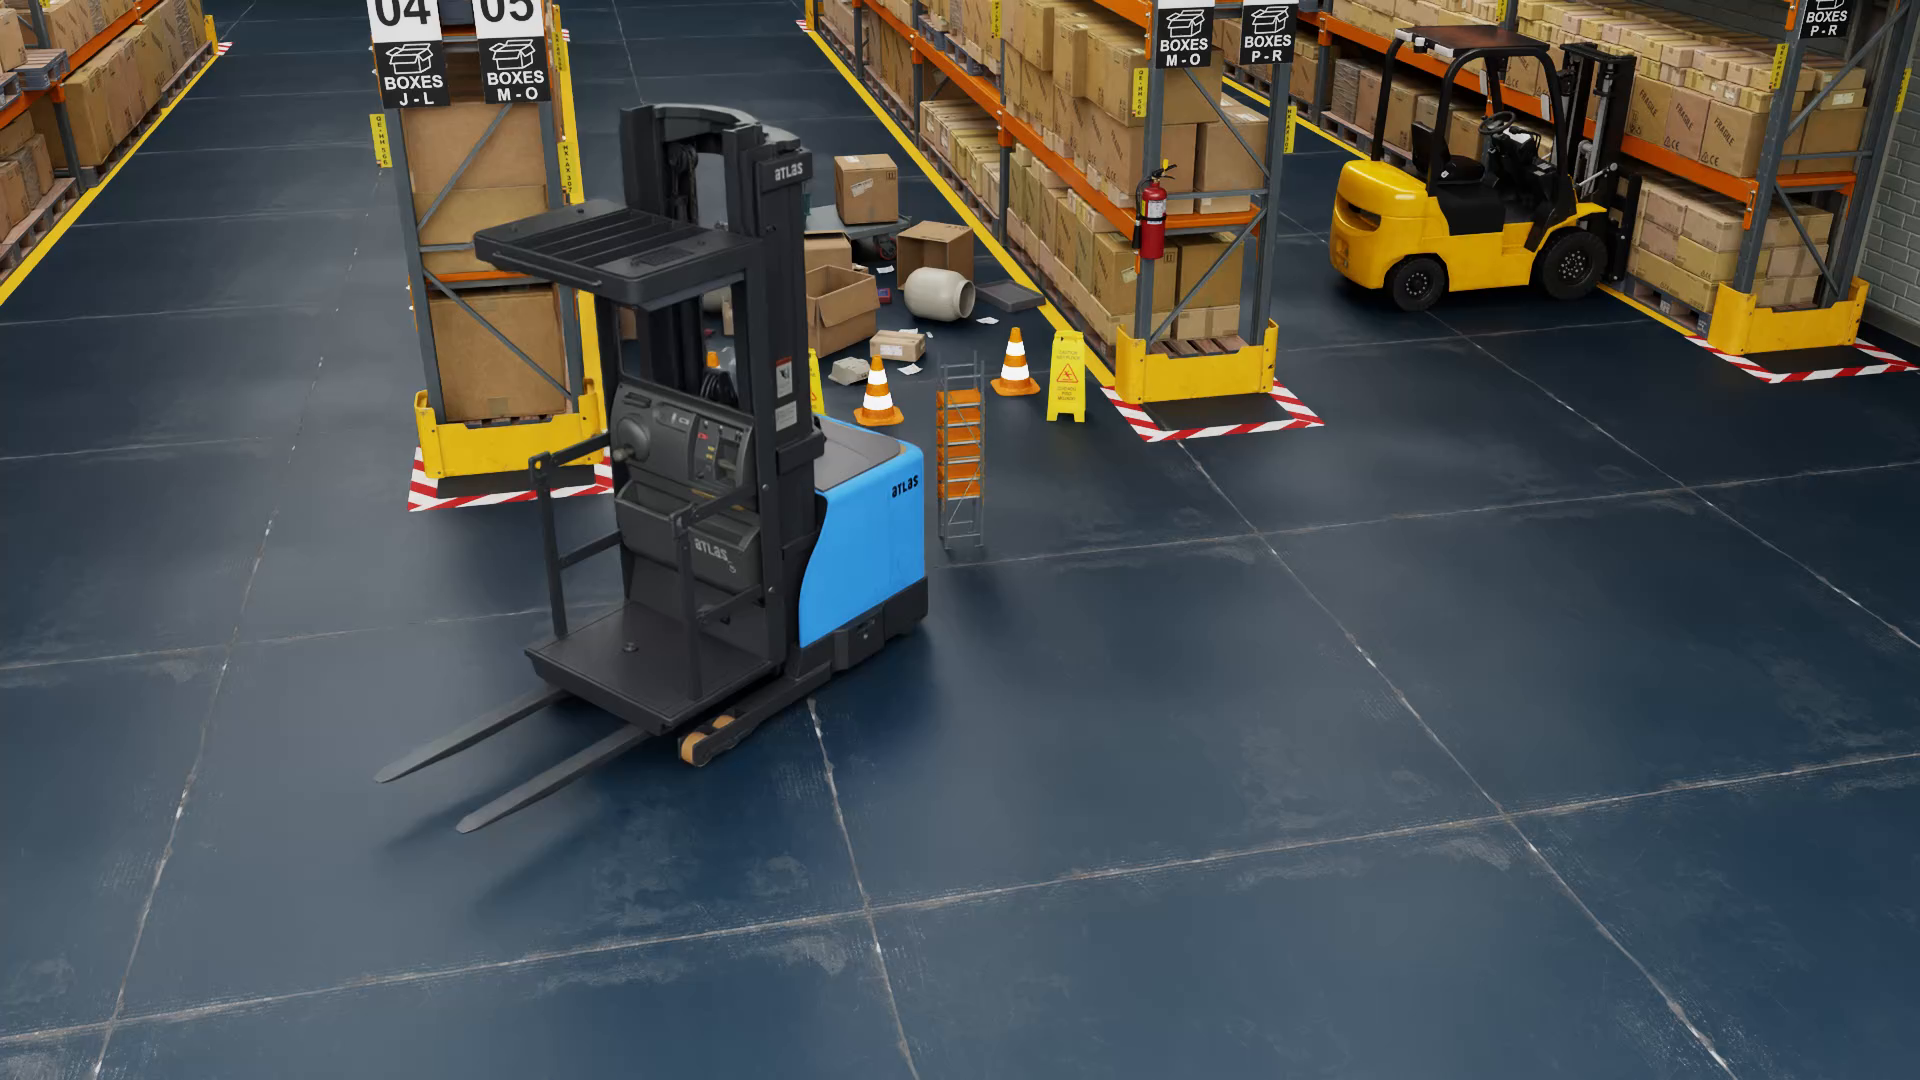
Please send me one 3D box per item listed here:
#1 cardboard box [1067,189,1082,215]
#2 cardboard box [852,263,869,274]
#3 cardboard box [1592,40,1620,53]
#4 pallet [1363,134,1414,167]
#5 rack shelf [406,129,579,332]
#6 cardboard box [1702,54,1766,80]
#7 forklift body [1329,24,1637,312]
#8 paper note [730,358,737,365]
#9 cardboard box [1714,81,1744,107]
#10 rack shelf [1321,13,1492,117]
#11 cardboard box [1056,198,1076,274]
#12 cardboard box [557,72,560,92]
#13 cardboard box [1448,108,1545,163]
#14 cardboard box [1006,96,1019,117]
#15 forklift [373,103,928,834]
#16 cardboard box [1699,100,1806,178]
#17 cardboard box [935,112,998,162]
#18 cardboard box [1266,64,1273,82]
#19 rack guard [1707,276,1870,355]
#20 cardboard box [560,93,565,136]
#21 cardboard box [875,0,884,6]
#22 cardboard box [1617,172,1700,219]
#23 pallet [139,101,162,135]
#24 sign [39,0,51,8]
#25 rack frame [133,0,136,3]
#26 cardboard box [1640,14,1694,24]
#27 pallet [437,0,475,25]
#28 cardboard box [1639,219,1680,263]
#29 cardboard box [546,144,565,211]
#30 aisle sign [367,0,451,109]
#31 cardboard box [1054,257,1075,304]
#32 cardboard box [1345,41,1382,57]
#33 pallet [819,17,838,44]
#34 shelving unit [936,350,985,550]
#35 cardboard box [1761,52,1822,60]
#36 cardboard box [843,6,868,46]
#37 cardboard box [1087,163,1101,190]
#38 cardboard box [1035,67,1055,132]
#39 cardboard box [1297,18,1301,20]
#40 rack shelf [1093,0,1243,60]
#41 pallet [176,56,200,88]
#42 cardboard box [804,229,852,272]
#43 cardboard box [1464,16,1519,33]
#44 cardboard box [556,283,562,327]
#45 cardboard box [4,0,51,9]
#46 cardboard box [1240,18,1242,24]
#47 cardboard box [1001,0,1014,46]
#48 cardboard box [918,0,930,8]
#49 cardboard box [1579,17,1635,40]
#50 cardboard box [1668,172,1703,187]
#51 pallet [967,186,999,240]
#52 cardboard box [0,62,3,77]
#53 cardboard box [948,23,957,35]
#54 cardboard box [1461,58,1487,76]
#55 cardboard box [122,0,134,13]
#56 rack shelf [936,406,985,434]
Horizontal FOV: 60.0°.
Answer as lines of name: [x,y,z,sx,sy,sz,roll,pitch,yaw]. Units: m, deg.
cardboard box: [1.077,-2.724,13.351,0.380,0.149,0.250,-5,27,-9]
cardboard box: [-1.038,-2.393,14.697,0.396,0.266,0.258,19,32,32]
cardboard box: [5.781,-4.298,14.606,0.380,0.149,0.250,-7,28,-13]
pallet: [5.222,-4.307,18.548,1.003,0.211,1.213,-6,27,-12]
rack shelf: [-3.480,-2.443,12.560,1.077,0.370,4.000,-6,27,-12]
cardboard box: [6.149,-3.759,13.208,0.380,0.149,0.250,-5,27,-10]
forklift body: [4.402,-3.208,14.218,2.313,2.155,1.214,-6,27,-12]
paper note: [-1.719,-1.403,12.997,0.144,0.017,0.142,3,27,6]
cardboard box: [6.169,-3.506,13.037,0.380,0.149,0.250,-6,27,-11]
rack shelf: [5.254,-5.252,18.125,1.077,0.370,4.000,-6,27,-12]
cardboard box: [1.109,-2.505,13.637,0.500,0.500,0.500,-7,28,-13]
cardboard box: [-4.011,-4.387,15.501,0.500,0.500,0.500,-6,27,-12]
cardboard box: [5.576,-4.051,17.116,0.875,0.625,0.625,-5,27,-9]
cardboard box: [0.628,-3.907,14.940,0.380,0.149,0.250,-6,27,-12]
forklift: [-1.486,-0.461,7.910,1.130,2.935,3.031,20,33,34]
cardboard box: [6.240,-3.173,13.097,0.500,0.500,0.500,-7,28,-13]
cardboard box: [0.260,-4.388,18.065,0.950,0.372,0.625,-6,27,-13]
cardboard box: [4.276,-6.137,21.388,0.500,0.500,0.500,-5,27,-9]
rack guard: [6.612,-1.813,13.287,1.175,0.500,0.348,-6,27,-12]
cardboard box: [-4.743,-4.807,18.752,0.500,0.500,0.500,-7,28,-14]
cardboard box: [-0.770,-6.741,20.442,0.500,0.250,0.500,-6,27,-12]
cardboard box: [5.954,-2.960,14.262,0.500,0.250,0.500,-6,27,-11]
pallet: [-10.341,-5.119,20.158,1.003,0.211,1.213,-6,27,-12]
sign: [-9.160,-5.480,16.581,0.100,0.325,0.005,-6,27,-12]
rack frame: [-10.588,-6.695,20.186,1.000,3.000,0.127,-6,27,-12]
cardboard box: [6.316,-4.604,14.882,0.380,0.149,0.250,-6,27,-12]
pallet: [-3.206,-3.511,10.646,1.003,0.211,1.213,-6,27,-12]
cardboard box: [6.089,-2.526,13.956,0.500,0.250,0.500,-6,27,-12]
cardboard box: [-3.306,-2.610,11.925,0.875,0.550,0.550,-6,27,-12]
aisle sign: [-3.305,-2.986,9.951,0.394,0.787,0.004,-6,27,-12]
cardboard box: [1.094,-2.179,13.823,0.500,0.250,0.500,-7,28,-13]
cardboard box: [4.989,-6.073,20.541,0.380,0.149,0.250,-5,27,-9]
pallet: [-1.578,-7.870,25.607,1.003,0.211,1.213,-6,27,-12]
shelving unit: [0.003,-0.529,9.967,0.258,1.200,0.189,-6,27,-12]
cardboard box: [6.639,-3.808,13.305,0.380,0.149,0.250,-5,27,-11]
cardboard box: [-1.173,-7.425,24.009,0.875,0.438,0.875,-7,28,-13]
cardboard box: [1.189,-2.789,12.725,0.380,0.149,0.250,-5,27,-11]
cardboard box: [0.934,-3.706,13.822,0.500,0.500,0.500,-6,27,-12]
cardboard box: [4.599,-6.872,22.125,0.380,0.149,0.250,-6,27,-11]
rack shelf: [1.320,-4.330,12.968,1.077,0.370,4.000,-6,27,-12]
pallet: [-10.962,-6.329,22.555,1.003,0.211,1.213,-6,27,-12]
cardboard box: [-1.310,-2.303,14.105,0.797,0.637,0.503,-6,27,-12]
cardboard box: [5.345,-5.041,16.520,0.500,0.250,0.500,-7,28,-13]
cardboard box: [-3.650,-2.203,13.178,0.875,0.875,0.875,-6,27,-11]
cardboard box: [-9.836,-5.754,17.098,0.797,0.503,0.637,-5,27,-10]
cardboard box: [4.005,-7.040,22.457,0.380,0.149,0.250,-6,27,-12]
cardboard box: [0.758,-4.598,14.480,0.700,0.500,0.500,-6,27,-12]
cardboard box: [-0.156,-6.089,18.079,0.500,0.500,0.500,-7,28,-13]
cardboard box: [5.744,-4.541,14.757,0.380,0.149,0.250,-6,27,-12]
cardboard box: [6.464,-3.015,14.371,0.500,0.250,0.500,-6,27,-12]
pallet: [0.693,-3.286,16.527,1.003,0.211,1.213,-6,27,-12]
cardboard box: [-9.048,-4.362,15.247,0.396,0.266,0.258,-7,28,-13]
cardboard box: [0.080,-5.386,17.405,0.380,0.149,0.250,-4,27,-9]
cardboard box: [5.336,-4.823,16.643,0.500,0.250,0.500,-5,27,-10]
cardboard box: [-10.217,-6.562,19.812,0.500,0.500,0.500,-6,27,-11]
rack shelf: [0.003,-0.704,9.879,0.258,0.103,0.180,-6,27,-12]
